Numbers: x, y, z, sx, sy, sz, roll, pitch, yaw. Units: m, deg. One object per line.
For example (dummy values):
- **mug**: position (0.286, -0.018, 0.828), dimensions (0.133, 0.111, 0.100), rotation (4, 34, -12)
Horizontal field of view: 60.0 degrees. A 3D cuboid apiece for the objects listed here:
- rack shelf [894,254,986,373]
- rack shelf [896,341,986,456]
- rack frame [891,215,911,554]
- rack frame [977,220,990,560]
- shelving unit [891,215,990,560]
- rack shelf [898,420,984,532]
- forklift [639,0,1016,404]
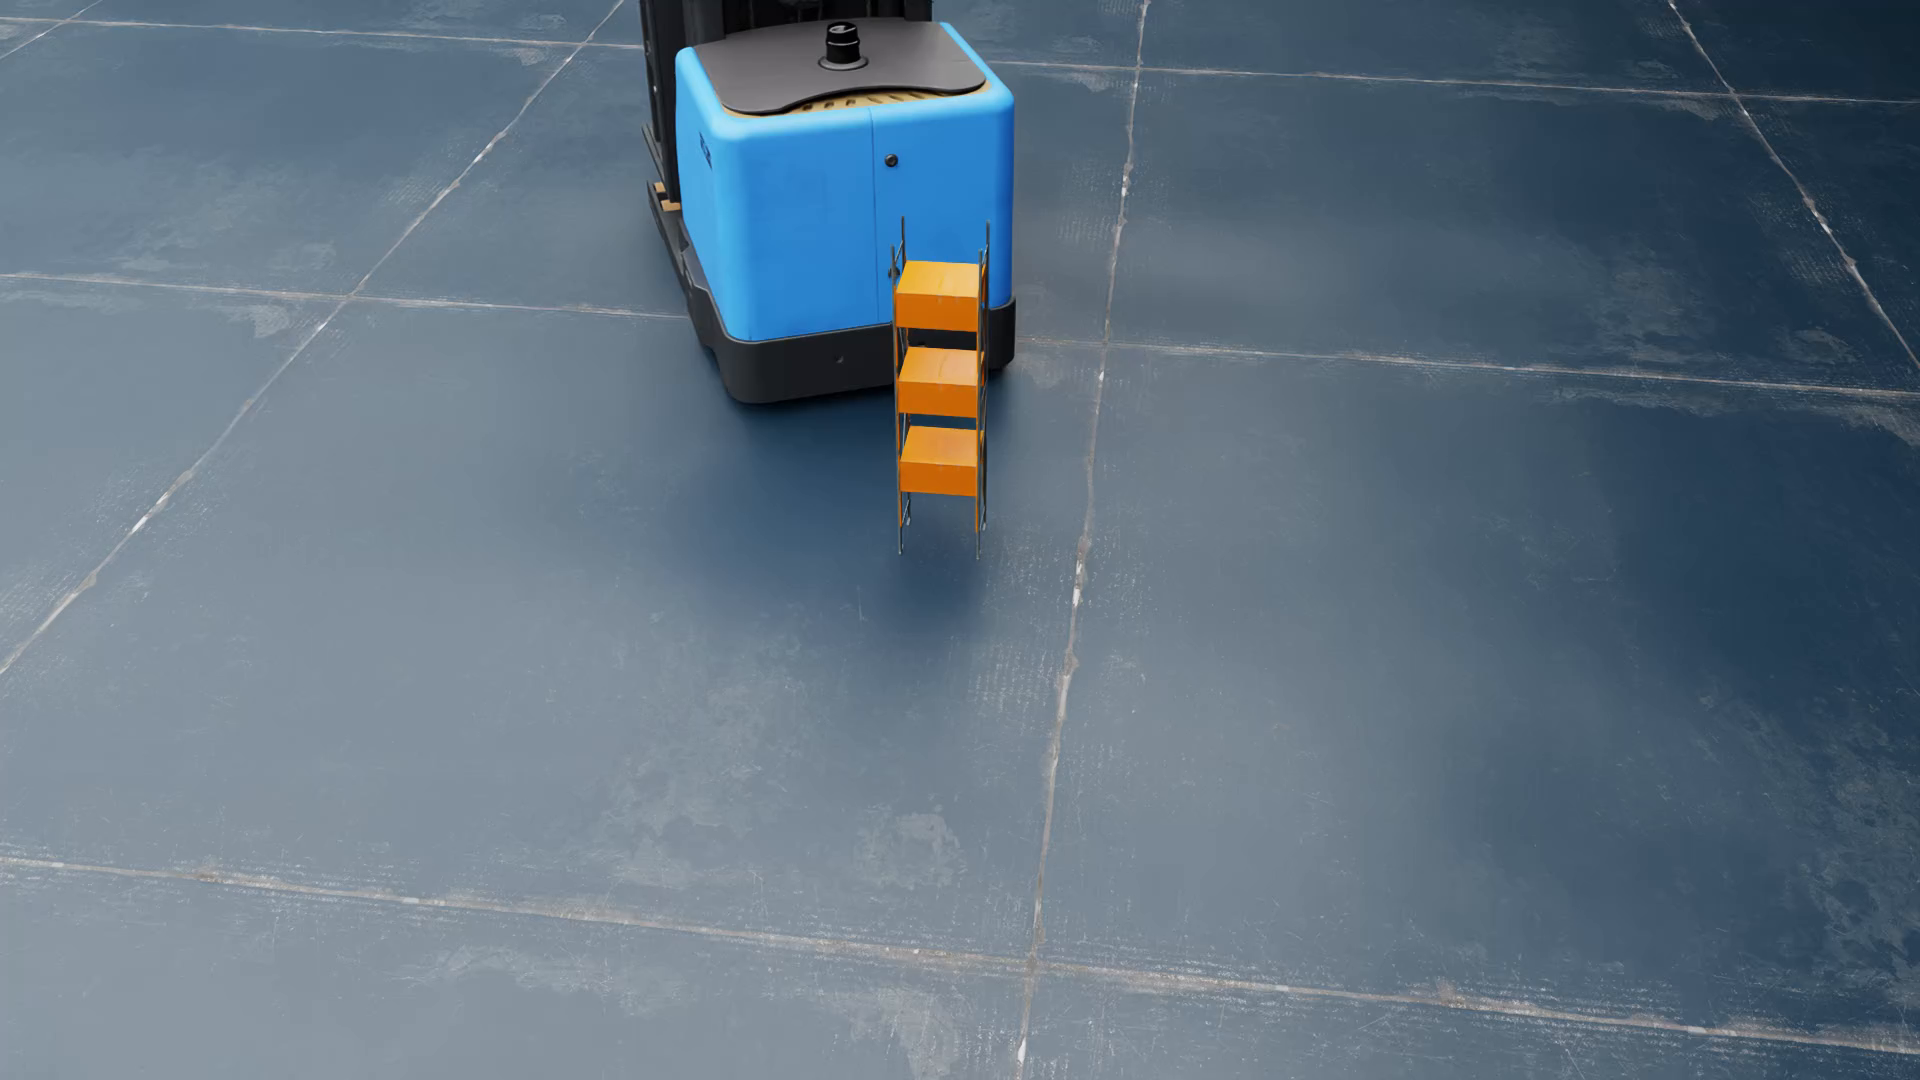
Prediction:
- **rack shelf**: position (-0.053, -0.654, 4.792), dimensions (0.240, 0.259, 0.215), rotation (4, 36, 6)
- **rack shelf**: position (-0.053, -0.423, 4.957), dimensions (0.240, 0.259, 0.215), rotation (4, 36, 6)
- **rack frame**: position (-0.174, -0.440, 4.963), dimensions (0.008, 1.050, 0.200), rotation (4, 36, 6)
- **rack frame**: position (0.068, -0.422, 4.938), dimensions (0.008, 1.050, 0.200), rotation (4, 36, 6)
- **shelving unit**: position (-0.053, -0.431, 4.951), dimensions (0.252, 1.050, 0.215), rotation (4, 36, 6)
- **rack shelf**: position (-0.053, -0.196, 5.118), dimensions (0.240, 0.259, 0.215), rotation (4, 36, 6)
- **forklift**: position (-0.715, -2.522, 6.261), dimensions (1.130, 2.935, 3.031), rotation (-10, 37, -14)
